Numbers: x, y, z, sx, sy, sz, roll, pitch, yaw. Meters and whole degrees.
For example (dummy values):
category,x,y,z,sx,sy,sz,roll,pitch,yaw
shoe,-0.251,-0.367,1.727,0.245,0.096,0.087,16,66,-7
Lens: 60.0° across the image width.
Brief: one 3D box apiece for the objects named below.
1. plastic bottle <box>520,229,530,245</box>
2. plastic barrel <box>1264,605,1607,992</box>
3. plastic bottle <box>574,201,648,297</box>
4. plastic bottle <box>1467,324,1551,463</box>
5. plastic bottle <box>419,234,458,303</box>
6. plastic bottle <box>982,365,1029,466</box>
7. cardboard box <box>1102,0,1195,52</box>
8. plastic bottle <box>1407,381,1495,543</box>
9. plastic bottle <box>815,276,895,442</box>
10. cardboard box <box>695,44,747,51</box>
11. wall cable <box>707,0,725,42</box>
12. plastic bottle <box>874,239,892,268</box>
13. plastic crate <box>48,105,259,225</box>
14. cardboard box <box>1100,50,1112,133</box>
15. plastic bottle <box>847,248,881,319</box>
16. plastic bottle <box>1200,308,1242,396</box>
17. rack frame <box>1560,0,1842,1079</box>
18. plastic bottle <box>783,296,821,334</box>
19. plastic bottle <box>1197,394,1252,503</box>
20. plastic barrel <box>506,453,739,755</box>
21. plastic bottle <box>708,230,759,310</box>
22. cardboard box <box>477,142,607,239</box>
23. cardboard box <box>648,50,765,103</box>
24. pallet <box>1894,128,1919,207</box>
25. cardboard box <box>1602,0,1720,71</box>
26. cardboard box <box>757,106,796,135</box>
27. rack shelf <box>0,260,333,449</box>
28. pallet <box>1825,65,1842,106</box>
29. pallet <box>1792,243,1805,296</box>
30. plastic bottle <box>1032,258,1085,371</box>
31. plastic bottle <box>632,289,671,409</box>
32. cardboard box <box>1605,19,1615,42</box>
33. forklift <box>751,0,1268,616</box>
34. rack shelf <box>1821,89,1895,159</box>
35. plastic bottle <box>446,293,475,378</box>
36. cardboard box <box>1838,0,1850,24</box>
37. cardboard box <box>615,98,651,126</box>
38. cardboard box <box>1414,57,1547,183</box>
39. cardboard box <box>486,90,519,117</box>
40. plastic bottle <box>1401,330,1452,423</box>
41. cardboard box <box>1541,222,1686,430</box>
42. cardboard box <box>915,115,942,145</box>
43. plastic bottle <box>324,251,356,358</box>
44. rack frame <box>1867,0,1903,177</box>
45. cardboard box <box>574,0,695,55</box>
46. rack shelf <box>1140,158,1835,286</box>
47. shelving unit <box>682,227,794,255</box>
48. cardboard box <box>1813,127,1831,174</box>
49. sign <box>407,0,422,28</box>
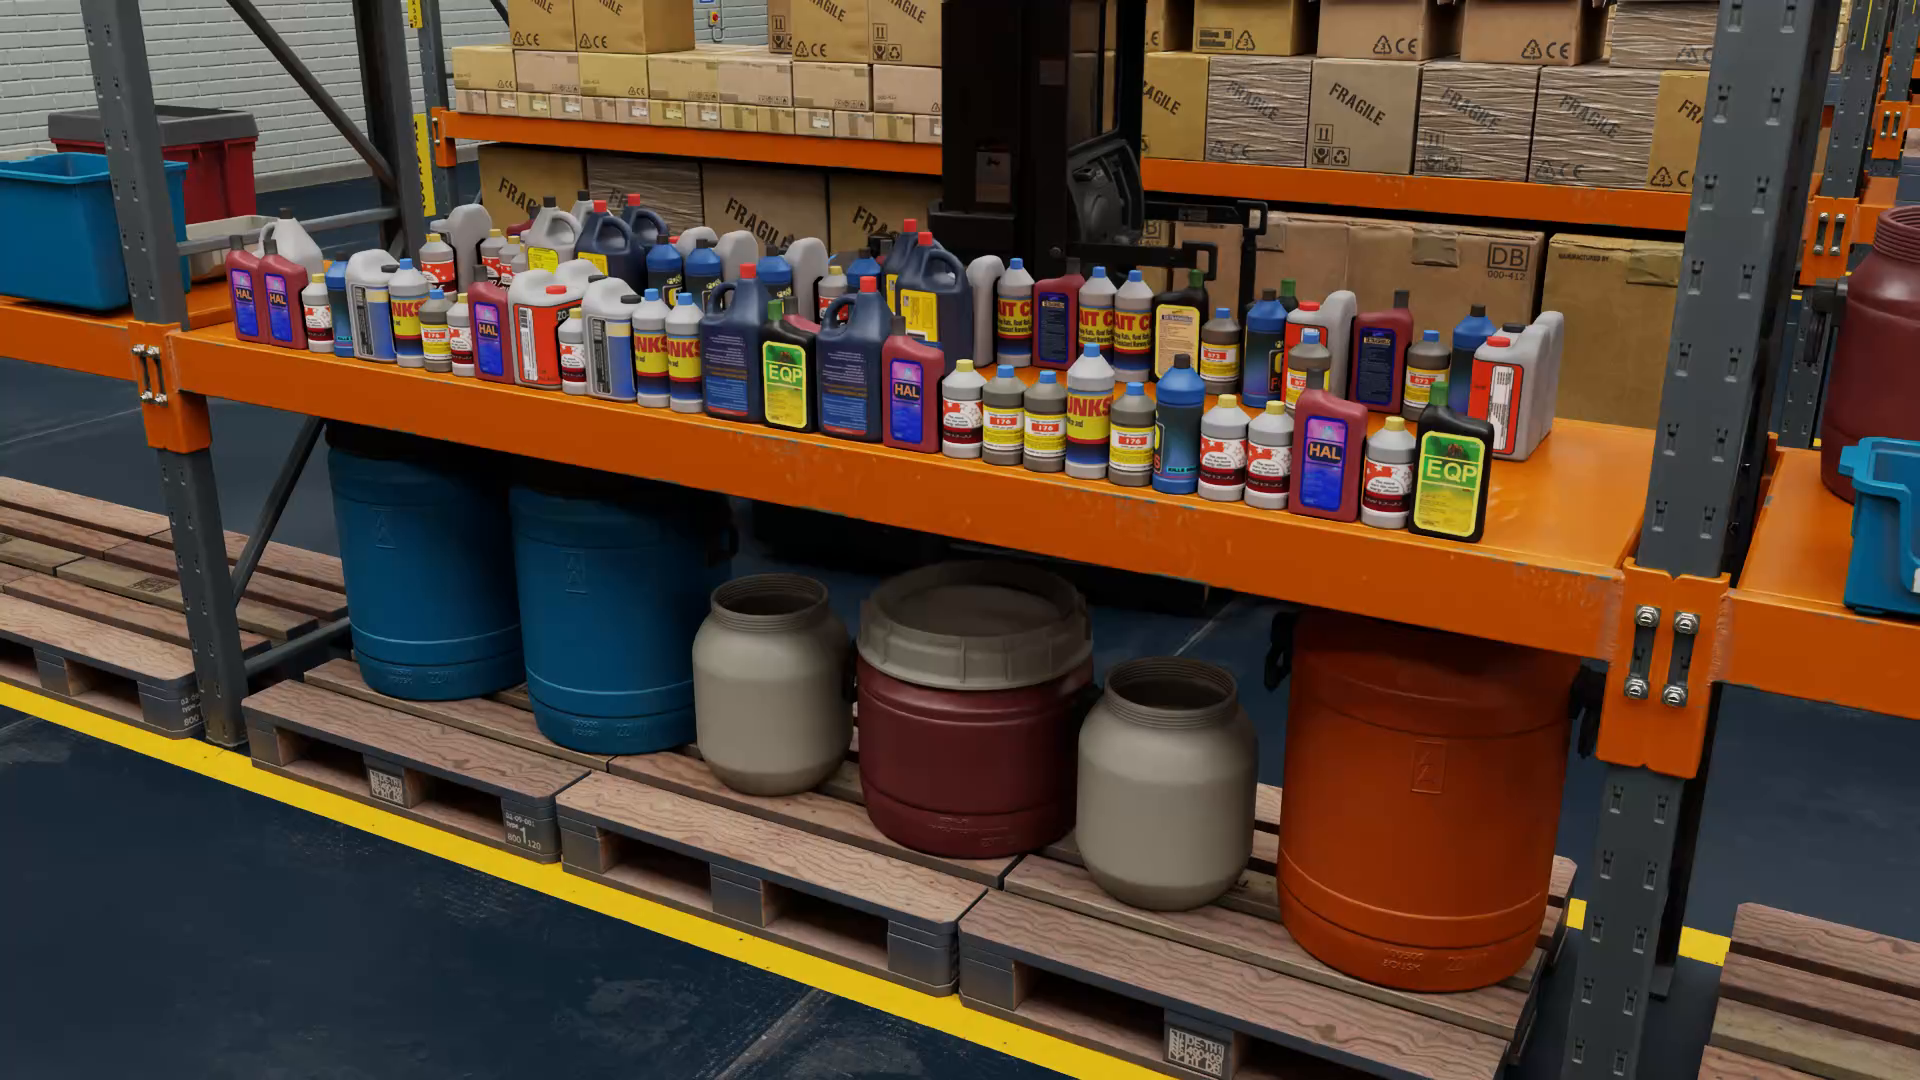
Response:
category,x,y,z,sx,sy,sz,roll,pitch,yaw
plastic bottle,-1.212,-0.835,4.950,0.135,0.276,0.152,11,23,27
plastic barrel,1.024,0.489,3.686,0.708,0.830,0.600,11,23,27
plastic bottle,-0.980,-0.771,4.664,0.185,0.351,0.144,11,23,27
plastic bottle,1.165,-0.323,3.537,0.135,0.276,0.152,11,23,27
plastic bottle,-1.576,-0.820,5.019,0.097,0.201,0.097,0,20,0
plastic bottle,0.095,-0.265,3.488,0.097,0.201,0.097,0,20,0
cardboard box,0.944,-2.812,8.602,0.637,0.503,0.797,10,22,26
plastic bottle,0.898,-0.143,3.033,0.133,0.283,0.061,11,23,27
plastic bottle,-0.218,-0.404,3.652,0.185,0.351,0.144,11,23,27
cardboard box,-1.670,-2.962,10.414,0.500,0.250,0.500,10,22,25
wall cable,-3.210,-7.436,21.430,0.123,1.953,0.585,11,23,27
plastic bottle,-0.228,-0.669,4.480,0.133,0.283,0.061,11,23,27
plastic crate,-2.690,-1.205,5.605,0.583,0.464,0.402,11,23,27
cardboard box,0.662,-2.294,8.643,0.500,0.500,0.500,11,23,27
plastic bottle,-0.250,-0.636,4.409,0.097,0.271,0.097,0,20,0
plastic bottle,0.631,-0.459,4.024,0.097,0.201,0.097,0,20,0
rack frame,1.459,-0.258,3.177,0.127,3.000,1.000,11,23,27
plastic bottle,-0.348,-0.405,3.752,0.133,0.283,0.061,11,23,27
plastic bottle,0.520,-0.184,3.265,0.097,0.201,0.097,0,20,0
plastic barrel,-0.948,0.079,4.709,0.708,0.901,0.600,11,23,27
plastic bottle,-0.654,-0.729,4.657,0.135,0.276,0.152,11,23,27
cardboard box,-2.512,-2.179,10.973,0.875,0.875,0.875,11,23,27
cardboard box,-1.470,-2.718,9.742,0.500,0.250,0.500,10,22,26
pallet,4.549,-1.555,7.036,1.003,0.211,1.213,11,23,27
cardboard box,3.244,-2.377,7.403,0.637,0.503,0.797,12,23,29
cardboard box,-0.942,-2.404,9.461,0.250,0.149,0.380,11,23,28
rack shelf,-3.779,-0.918,6.051,4.000,0.370,1.077,11,23,27
pallet,5.708,-3.189,11.539,1.003,0.211,1.213,11,23,27
pallet,5.700,-2.012,12.102,1.213,0.211,1.003,11,23,27
plastic bottle,0.253,-0.577,4.228,0.133,0.283,0.061,11,23,27
plastic bottle,-0.716,-0.452,3.902,0.097,0.271,0.097,0,20,0
cardboard box,4.601,-3.572,11.629,0.250,0.149,0.380,11,23,29
forklift,0.735,-1.305,6.165,3.031,2.935,1.130,7,21,18
rack shelf,4.636,-3.187,12.306,4.000,0.370,1.077,11,23,27
plastic bottle,-1.237,-0.519,4.188,0.097,0.201,0.097,0,20,0
cardboard box,5.730,-3.496,10.985,0.250,0.149,0.380,10,22,25
cardboard box,-1.837,-2.574,9.932,0.250,0.149,0.380,11,22,27
cardboard box,2.436,-1.958,7.717,0.500,0.500,0.500,10,22,26
cardboard box,-2.736,-2.745,10.403,0.250,0.149,0.380,10,22,27
plastic bottle,1.066,-0.376,3.795,0.097,0.201,0.097,0,20,0
cardboard box,3.283,-1.052,7.866,0.875,0.875,1.225,10,22,25
cardboard box,-0.043,-2.233,8.990,0.250,0.149,0.380,11,23,28
plastic bottle,-1.610,-0.623,4.371,0.097,0.271,0.097,0,20,0
rack frame,8.708,-4.683,15.375,0.127,3.000,1.000,11,23,27
cardboard box,-1.930,-3.157,9.853,0.500,0.500,0.500,10,22,26
rack shelf,2.129,-1.727,8.282,4.000,0.370,1.077,11,23,27
shelving unit,-0.955,-0.676,6.970,0.503,1.200,0.258,7,21,18
cardboard box,8.145,-4.021,16.051,0.875,0.875,0.875,11,22,27
sign,-3.385,-3.343,10.296,0.005,0.325,0.100,11,23,27
